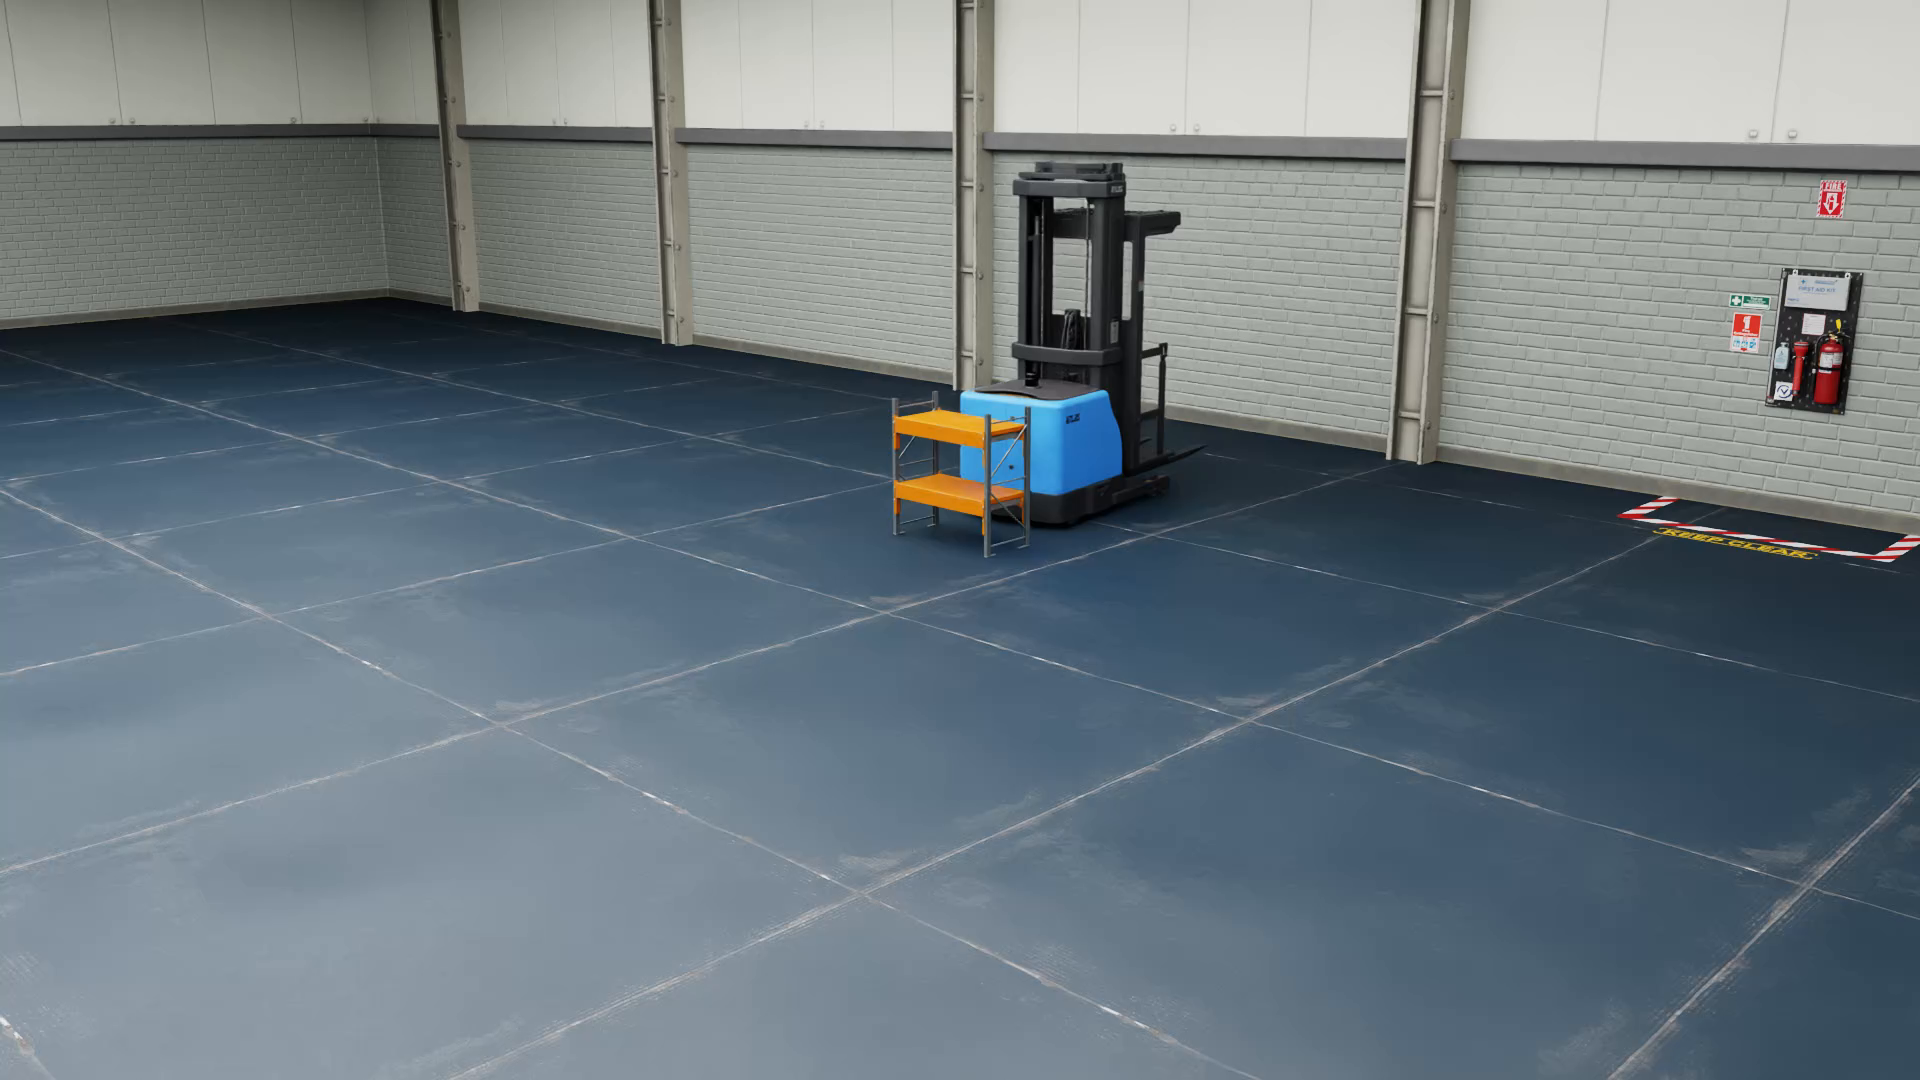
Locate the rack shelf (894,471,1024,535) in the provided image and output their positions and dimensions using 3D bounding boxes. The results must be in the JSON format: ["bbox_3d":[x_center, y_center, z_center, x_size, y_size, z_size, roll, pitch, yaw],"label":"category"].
[{"bbox_3d":[0.005,-0.307,13.347,1.000,0.278,0.538,14,20,42],"label":"rack shelf"}]

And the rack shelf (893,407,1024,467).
[{"bbox_3d":[0.005,-0.826,13.212,1.000,0.278,0.538,14,20,42],"label":"rack shelf"}]

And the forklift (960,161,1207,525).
[{"bbox_3d":[1.244,-1.860,14.756,1.130,2.935,3.031,10,18,34],"label":"forklift"}]

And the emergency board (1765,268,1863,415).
[{"bbox_3d":[7.044,-1.639,13.775,0.643,1.169,0.194,14,20,42],"label":"emergency board"}]

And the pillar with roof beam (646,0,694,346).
[{"bbox_3d":[-7.149,-6.472,20.423,0.400,9.000,9.100,14,20,42],"label":"pillar with roof beam"}]

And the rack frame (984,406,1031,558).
[{"bbox_3d":[0.371,-0.454,12.944,0.032,1.125,0.500,14,20,42],"label":"rack frame"}]

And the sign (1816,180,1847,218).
[{"bbox_3d":[7.108,-2.781,13.557,0.199,0.298,0.001,14,20,42],"label":"sign"}]

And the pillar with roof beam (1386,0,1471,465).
[{"bbox_3d":[1.489,-4.372,12.363,0.400,9.000,9.100,14,20,42],"label":"pillar with roof beam"}]

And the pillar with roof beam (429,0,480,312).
[{"bbox_3d":[-11.468,-7.522,24.453,0.400,9.000,9.100,14,20,42],"label":"pillar with roof beam"}]

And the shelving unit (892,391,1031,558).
[{"bbox_3d":[0.005,-0.543,13.286,1.048,1.125,0.538,14,20,42],"label":"shelving unit"}]

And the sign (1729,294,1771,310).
[{"bbox_3d":[6.715,-2.026,14.138,0.331,0.109,0.001,14,20,42],"label":"sign"}]

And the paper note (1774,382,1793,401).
[{"bbox_3d":[6.965,-1.257,14.053,0.142,0.148,0.016,14,20,42],"label":"paper note"}]

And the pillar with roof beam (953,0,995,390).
[{"bbox_3d":[-2.830,-5.422,16.393,0.400,9.000,9.100,14,20,42],"label":"pillar with roof beam"}]

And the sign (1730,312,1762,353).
[{"bbox_3d":[6.718,-1.772,14.214,0.234,0.329,0.001,14,20,42],"label":"sign"}]

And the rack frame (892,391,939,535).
[{"bbox_3d":[-0.361,-0.632,13.627,0.032,1.125,0.500,14,20,42],"label":"rack frame"}]
